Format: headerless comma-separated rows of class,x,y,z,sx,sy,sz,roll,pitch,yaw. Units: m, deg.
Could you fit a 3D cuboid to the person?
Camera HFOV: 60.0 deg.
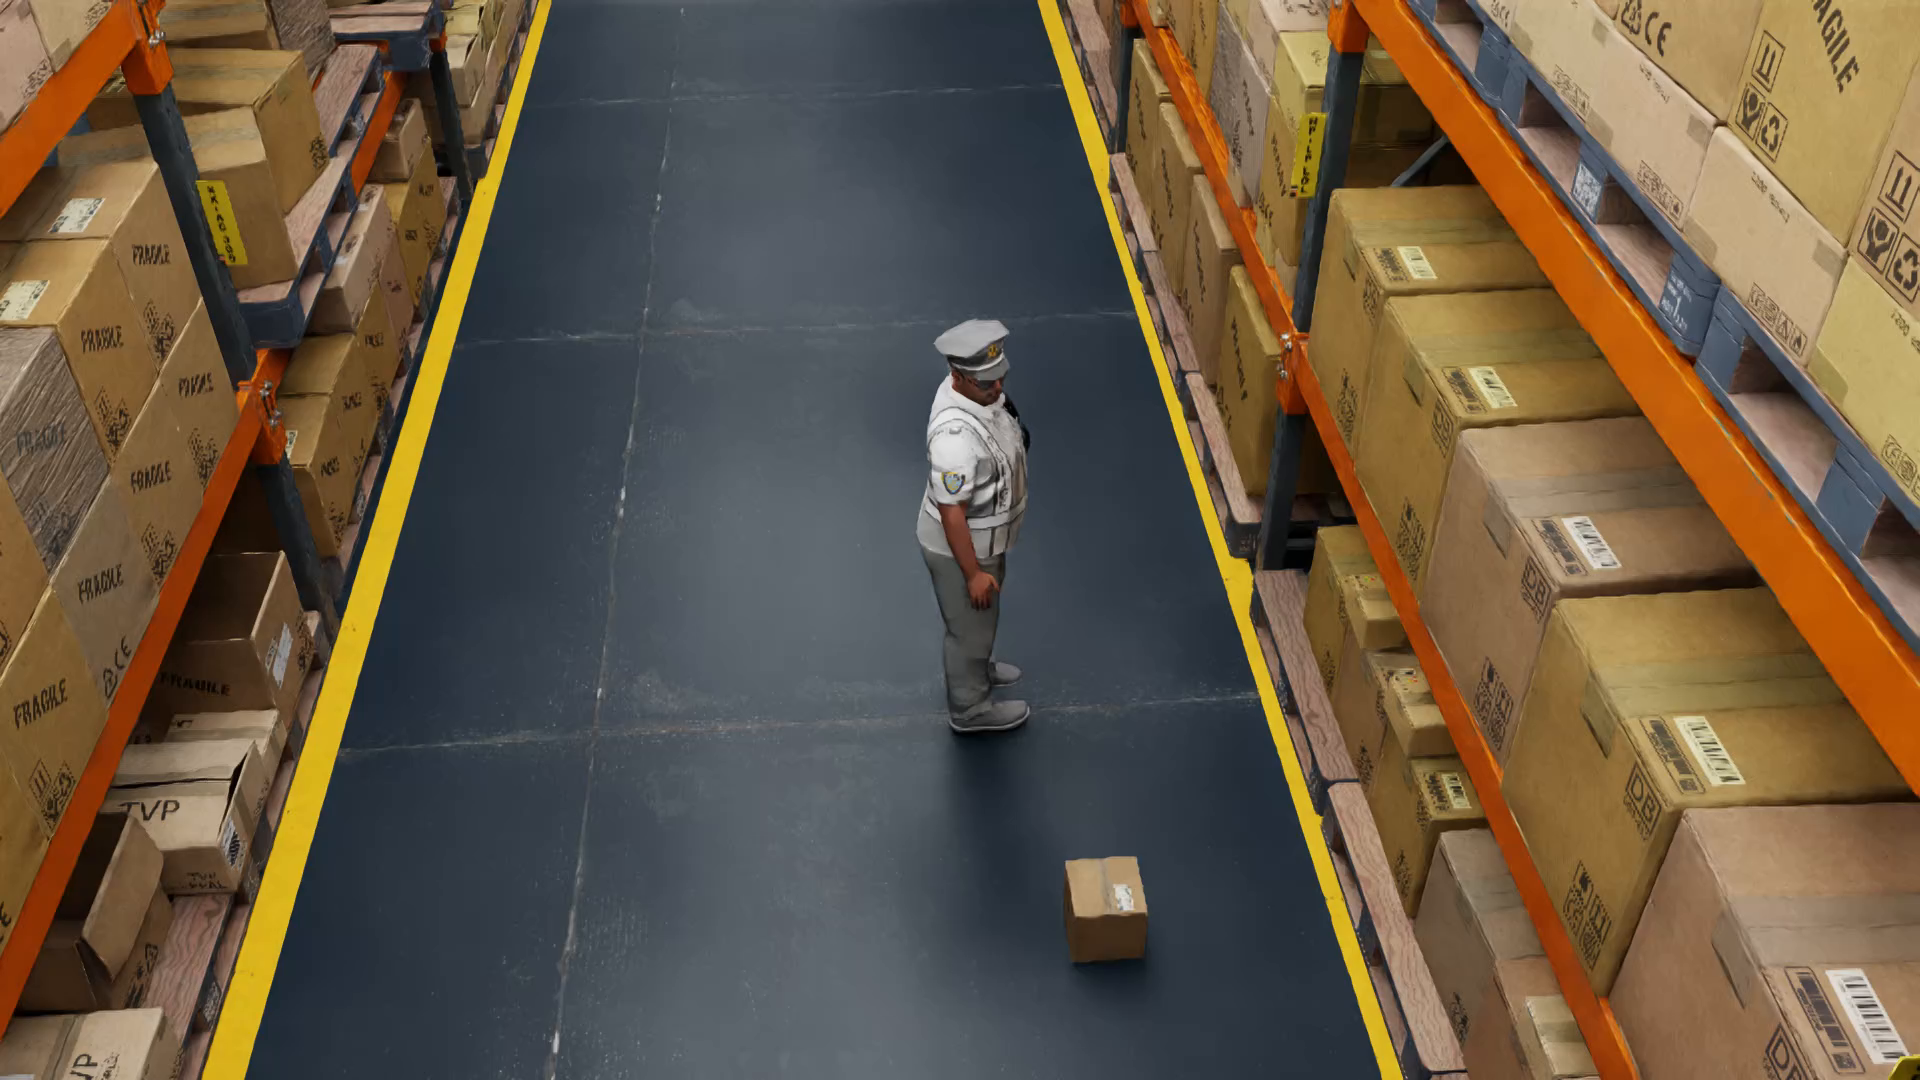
person,0.066,-0.016,6.161,0.442,1.801,0.589,6,39,7
